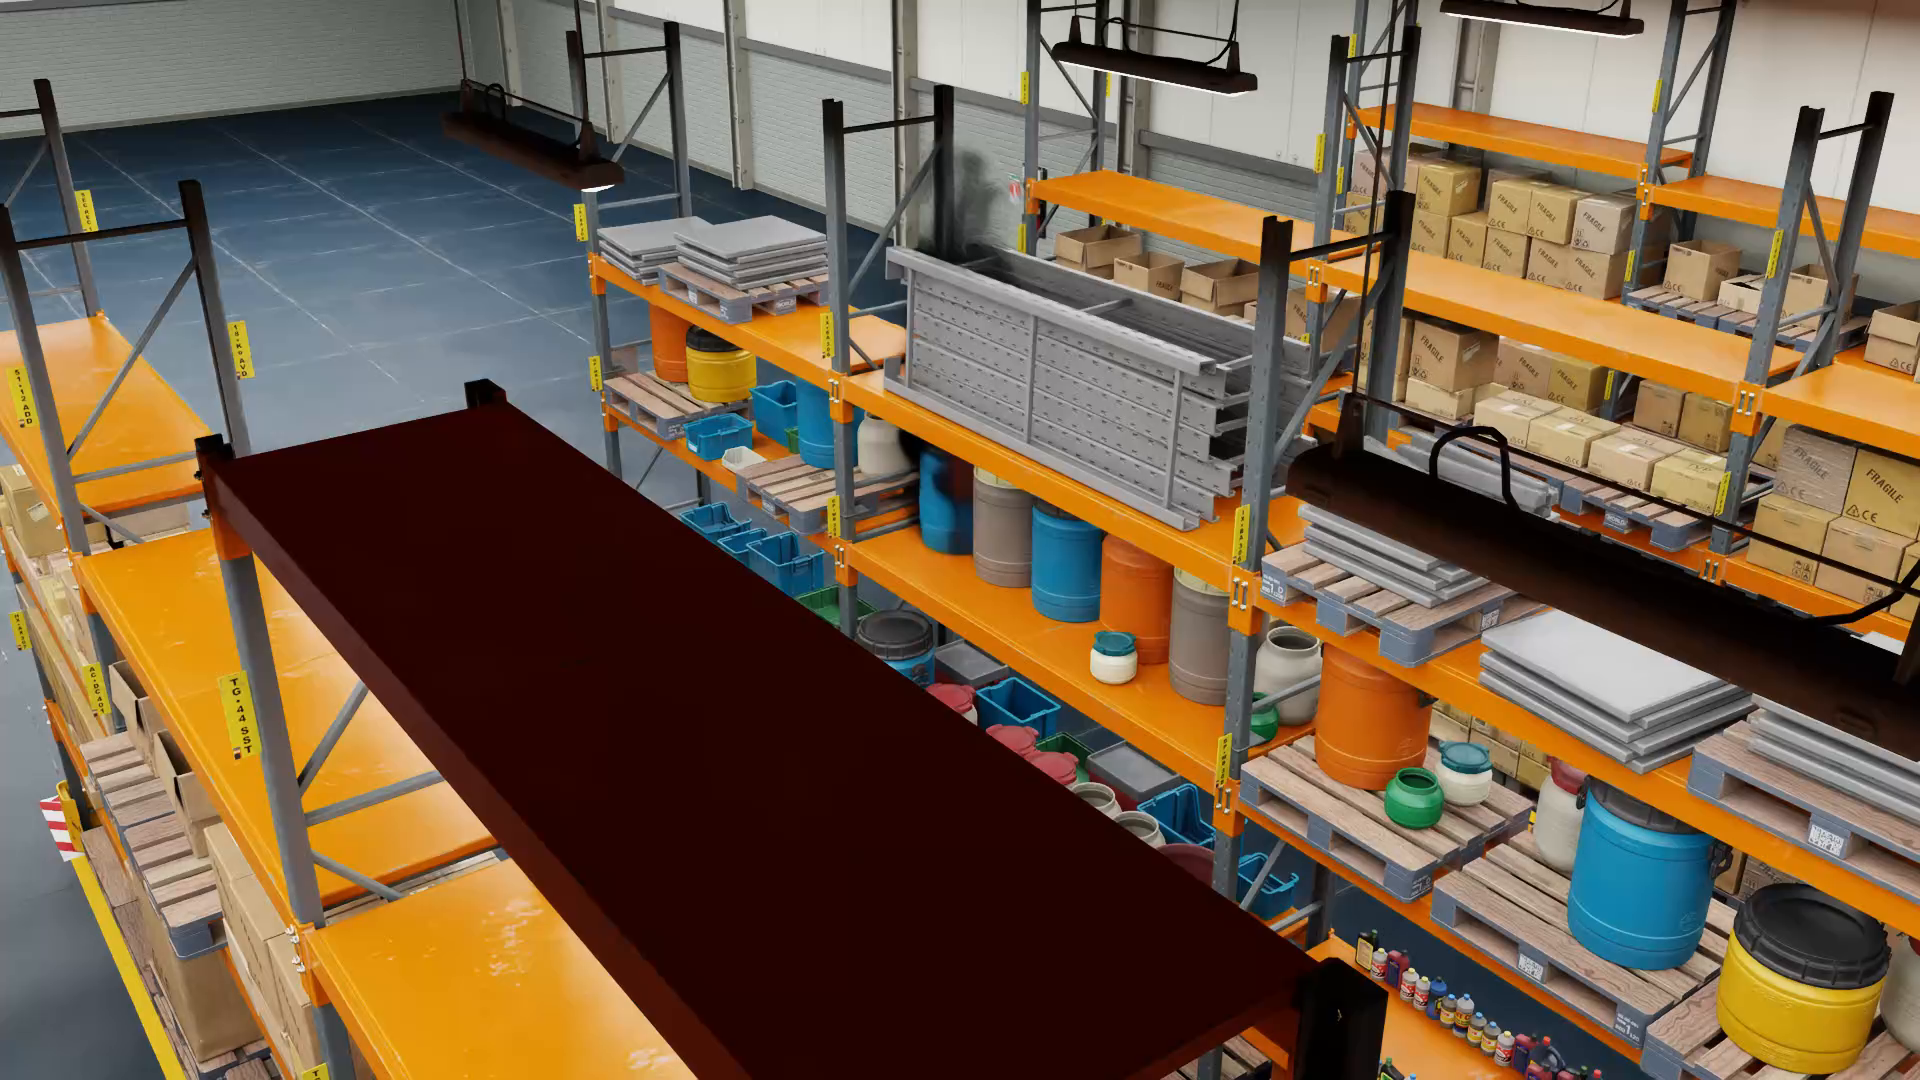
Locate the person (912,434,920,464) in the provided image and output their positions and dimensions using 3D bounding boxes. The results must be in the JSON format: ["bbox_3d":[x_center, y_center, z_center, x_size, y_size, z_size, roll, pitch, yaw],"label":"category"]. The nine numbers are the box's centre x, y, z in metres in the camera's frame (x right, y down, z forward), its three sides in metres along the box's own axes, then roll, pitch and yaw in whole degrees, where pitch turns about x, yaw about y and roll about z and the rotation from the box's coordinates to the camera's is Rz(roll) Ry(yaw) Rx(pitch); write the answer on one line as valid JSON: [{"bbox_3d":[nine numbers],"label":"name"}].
[{"bbox_3d":[-0.391,-1.465,20.015,0.983,1.812,0.672,0,25,1],"label":"person"}]
